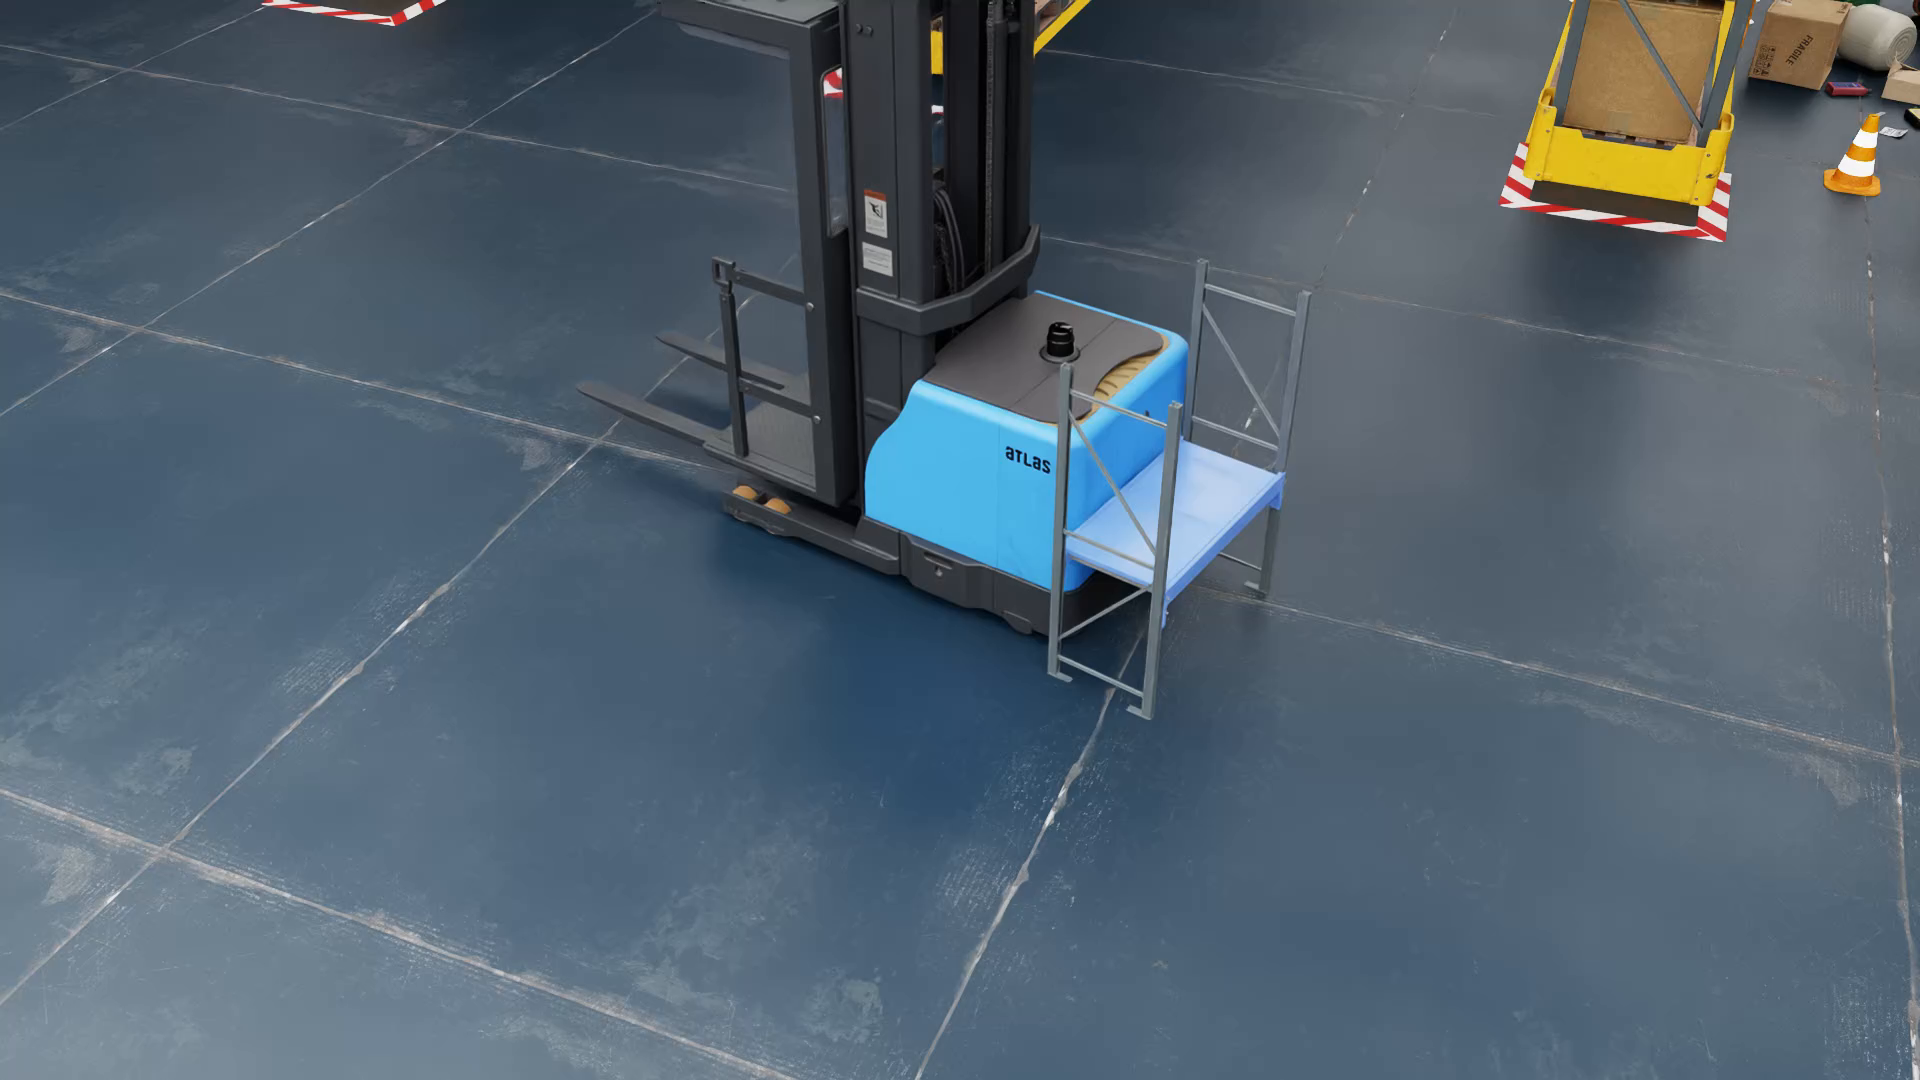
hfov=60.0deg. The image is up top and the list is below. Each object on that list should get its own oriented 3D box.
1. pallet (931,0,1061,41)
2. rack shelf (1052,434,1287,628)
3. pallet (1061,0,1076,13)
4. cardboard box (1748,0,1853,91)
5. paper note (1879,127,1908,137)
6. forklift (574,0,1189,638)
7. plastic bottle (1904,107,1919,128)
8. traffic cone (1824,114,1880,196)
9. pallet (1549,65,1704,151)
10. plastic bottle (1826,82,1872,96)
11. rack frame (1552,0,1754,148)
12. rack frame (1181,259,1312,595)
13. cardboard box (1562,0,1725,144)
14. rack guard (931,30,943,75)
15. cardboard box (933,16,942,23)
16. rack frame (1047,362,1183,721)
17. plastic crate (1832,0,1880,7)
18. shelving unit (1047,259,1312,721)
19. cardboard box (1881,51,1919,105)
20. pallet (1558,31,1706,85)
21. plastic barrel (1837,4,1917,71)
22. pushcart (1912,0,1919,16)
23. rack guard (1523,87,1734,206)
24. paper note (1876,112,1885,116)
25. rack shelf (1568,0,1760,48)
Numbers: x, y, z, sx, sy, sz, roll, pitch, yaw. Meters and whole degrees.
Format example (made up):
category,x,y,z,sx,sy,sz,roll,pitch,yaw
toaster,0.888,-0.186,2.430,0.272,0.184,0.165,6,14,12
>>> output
category,x,y,z,sx,sy,sz,roll,pitch,yaw
pallet,0.132,-4.113,13.076,1.003,0.211,1.213,14,39,18
rack shelf,0.877,-0.061,6.880,0.538,0.185,1.000,23,43,28
pallet,0.598,-4.786,13.976,1.003,0.211,1.213,14,39,18
cardboard box,6.190,-3.681,12.255,0.500,0.500,0.500,21,42,25
paper note,6.461,-2.828,11.510,0.144,0.017,0.142,29,45,33
forklift,-0.512,-1.439,7.227,3.031,2.935,1.130,22,42,26
plastic bottle,6.729,-2.974,11.678,0.133,0.061,0.283,1,37,2
traffic cone,5.825,-2.514,10.727,0.336,0.463,0.334,14,39,18
pallet,4.542,-2.903,11.458,1.003,0.211,1.213,14,39,18
plastic bottle,6.463,-3.276,12.082,0.283,0.061,0.133,1,37,2
rack frame,4.310,-3.560,10.007,1.000,3.000,0.127,14,39,18
rack frame,1.175,-0.452,7.102,0.500,1.500,0.032,23,43,28
cardboard box,4.507,-3.268,11.040,0.875,0.875,0.875,14,39,18
rack guard,-0.210,-3.787,12.398,1.175,0.500,0.348,14,39,18
cardboard box,0.014,-4.255,12.674,0.500,0.500,0.500,21,42,26
rack frame,0.579,0.041,6.442,0.500,1.500,0.032,23,43,28
plastic crate,6.977,-4.277,13.267,0.662,0.188,0.450,-25,33,-29
shelving unit,0.877,-0.205,6.772,0.538,1.500,1.048,23,43,28
cardboard box,6.881,-3.308,11.954,0.396,0.266,0.258,21,42,25
pallet,5.007,-3.577,12.359,1.003,0.211,1.213,14,39,18
plastic barrel,6.819,-3.765,12.434,0.421,0.421,0.512,-17,40,-22
pushcart,8.320,-4.144,12.979,1.648,0.377,0.936,1,37,2
rack guard,4.301,-2.545,10.738,1.175,0.500,0.348,14,39,18
paper note,6.508,-3.013,11.772,0.123,0.001,0.032,-25,43,-29
rack shelf,5.071,-4.379,11.704,1.077,0.370,4.000,14,39,18
